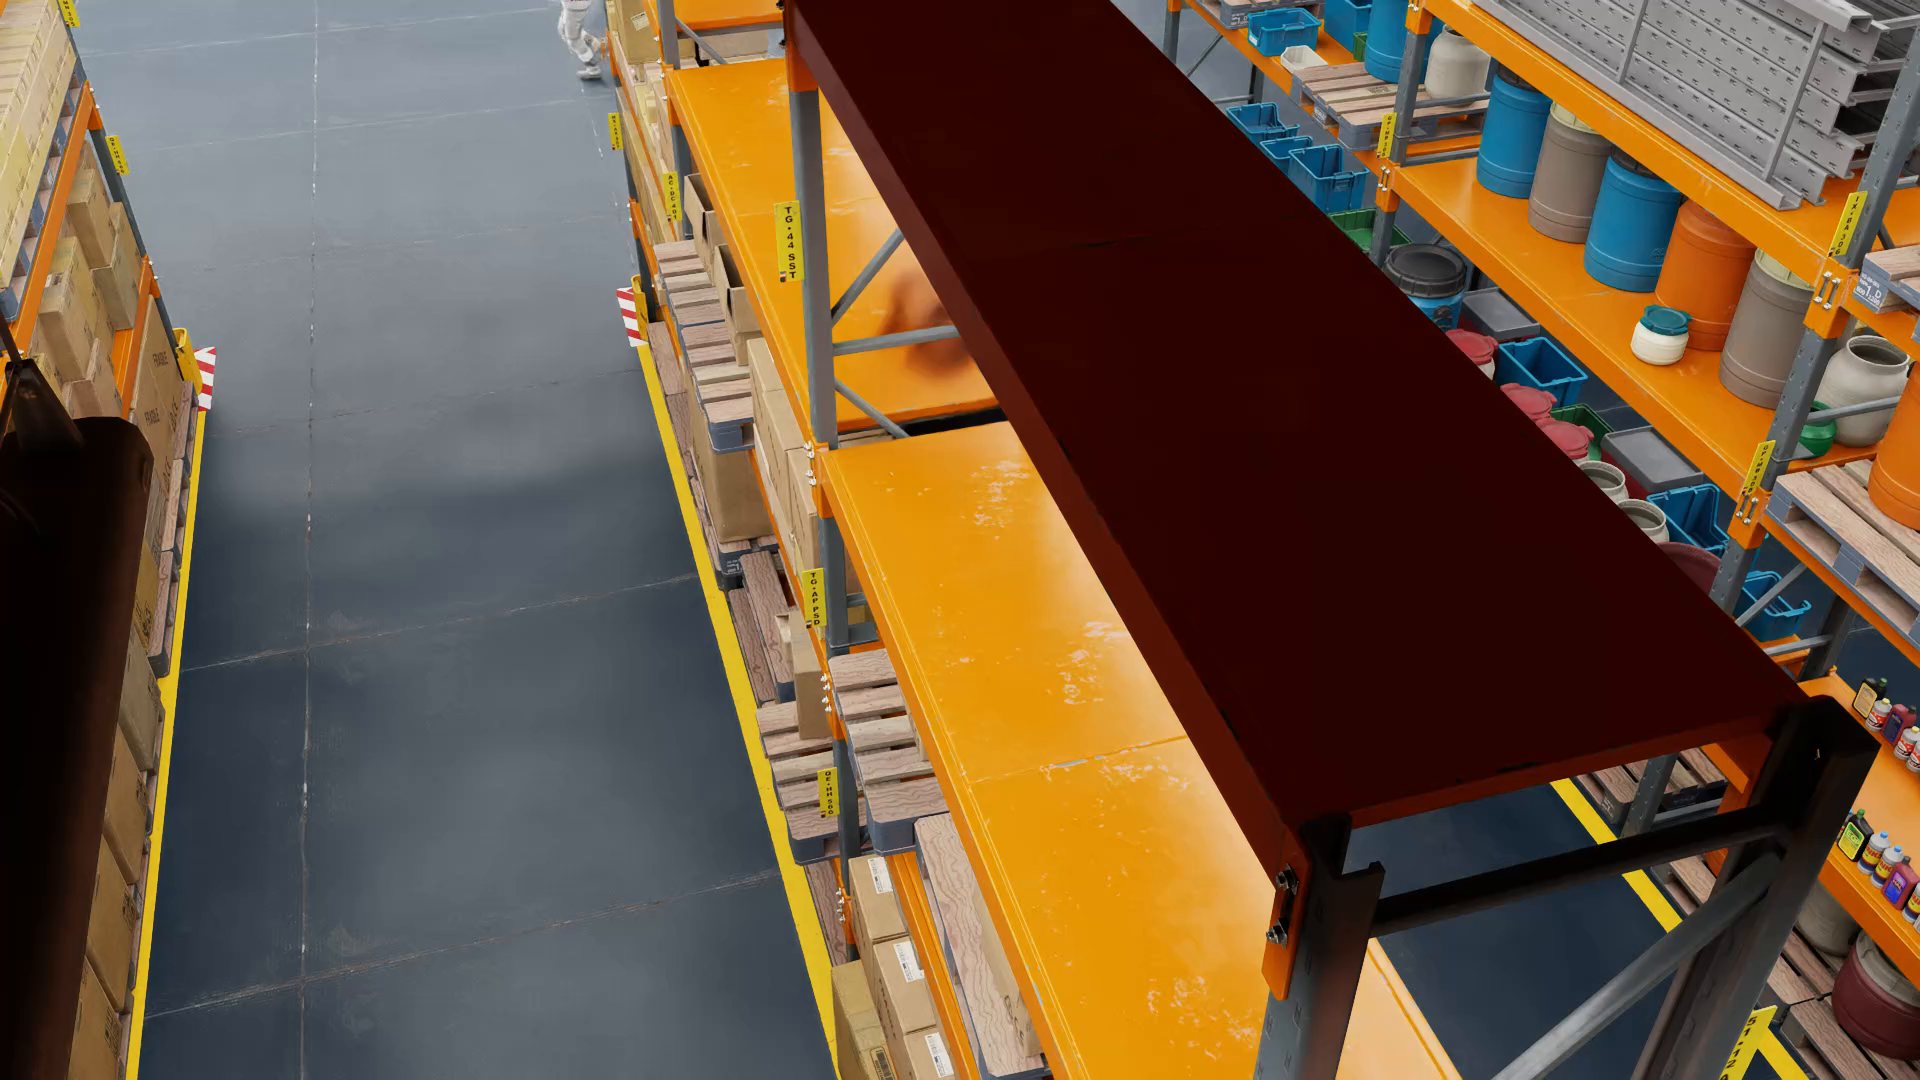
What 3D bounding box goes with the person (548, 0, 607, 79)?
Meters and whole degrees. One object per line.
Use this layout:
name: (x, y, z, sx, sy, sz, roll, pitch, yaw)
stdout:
person: (-4.474, -6.195, 19.242, 0.587, 1.739, 0.656, 3, 38, 4)
